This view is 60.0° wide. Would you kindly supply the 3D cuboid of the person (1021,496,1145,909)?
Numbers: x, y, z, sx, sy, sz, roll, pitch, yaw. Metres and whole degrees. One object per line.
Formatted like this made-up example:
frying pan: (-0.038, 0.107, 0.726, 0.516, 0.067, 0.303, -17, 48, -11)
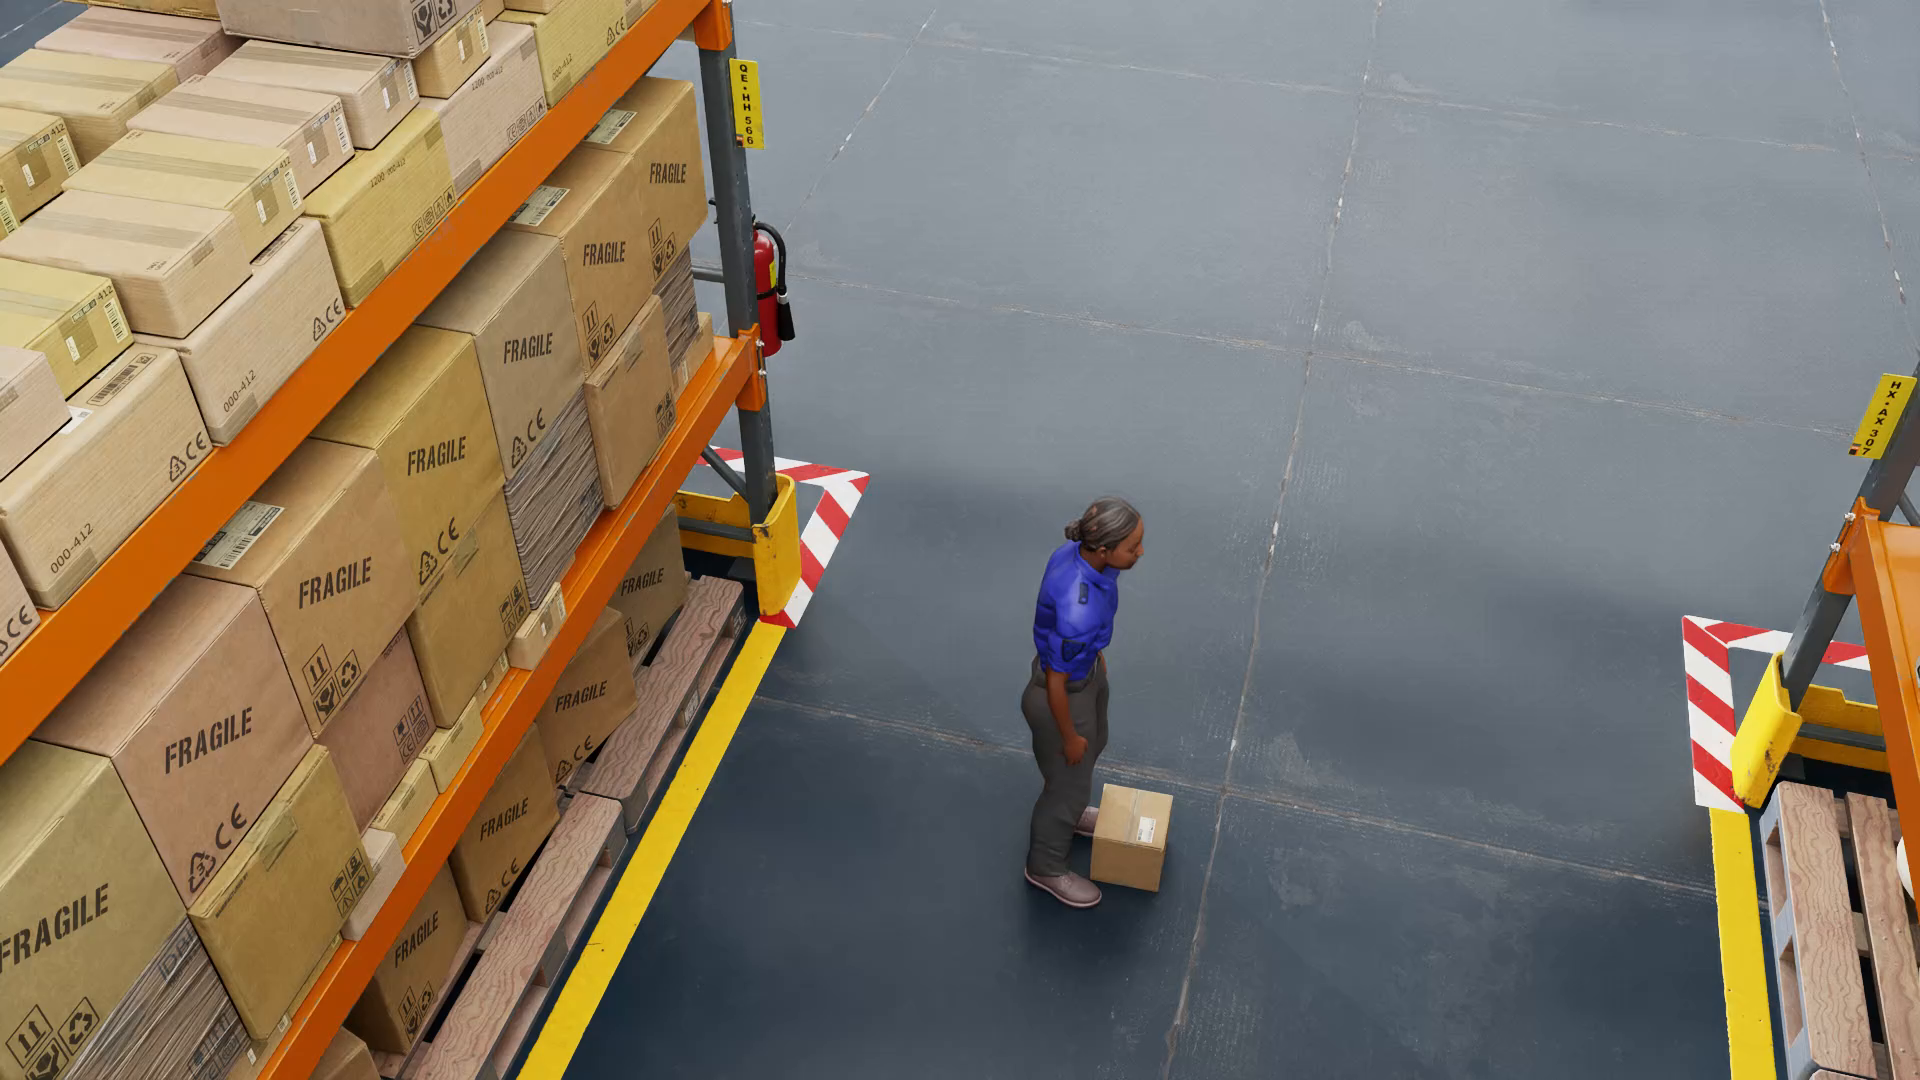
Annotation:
person: (0.394, 0.513, 5.577, 0.353, 1.654, 0.518, 9, 42, 10)
